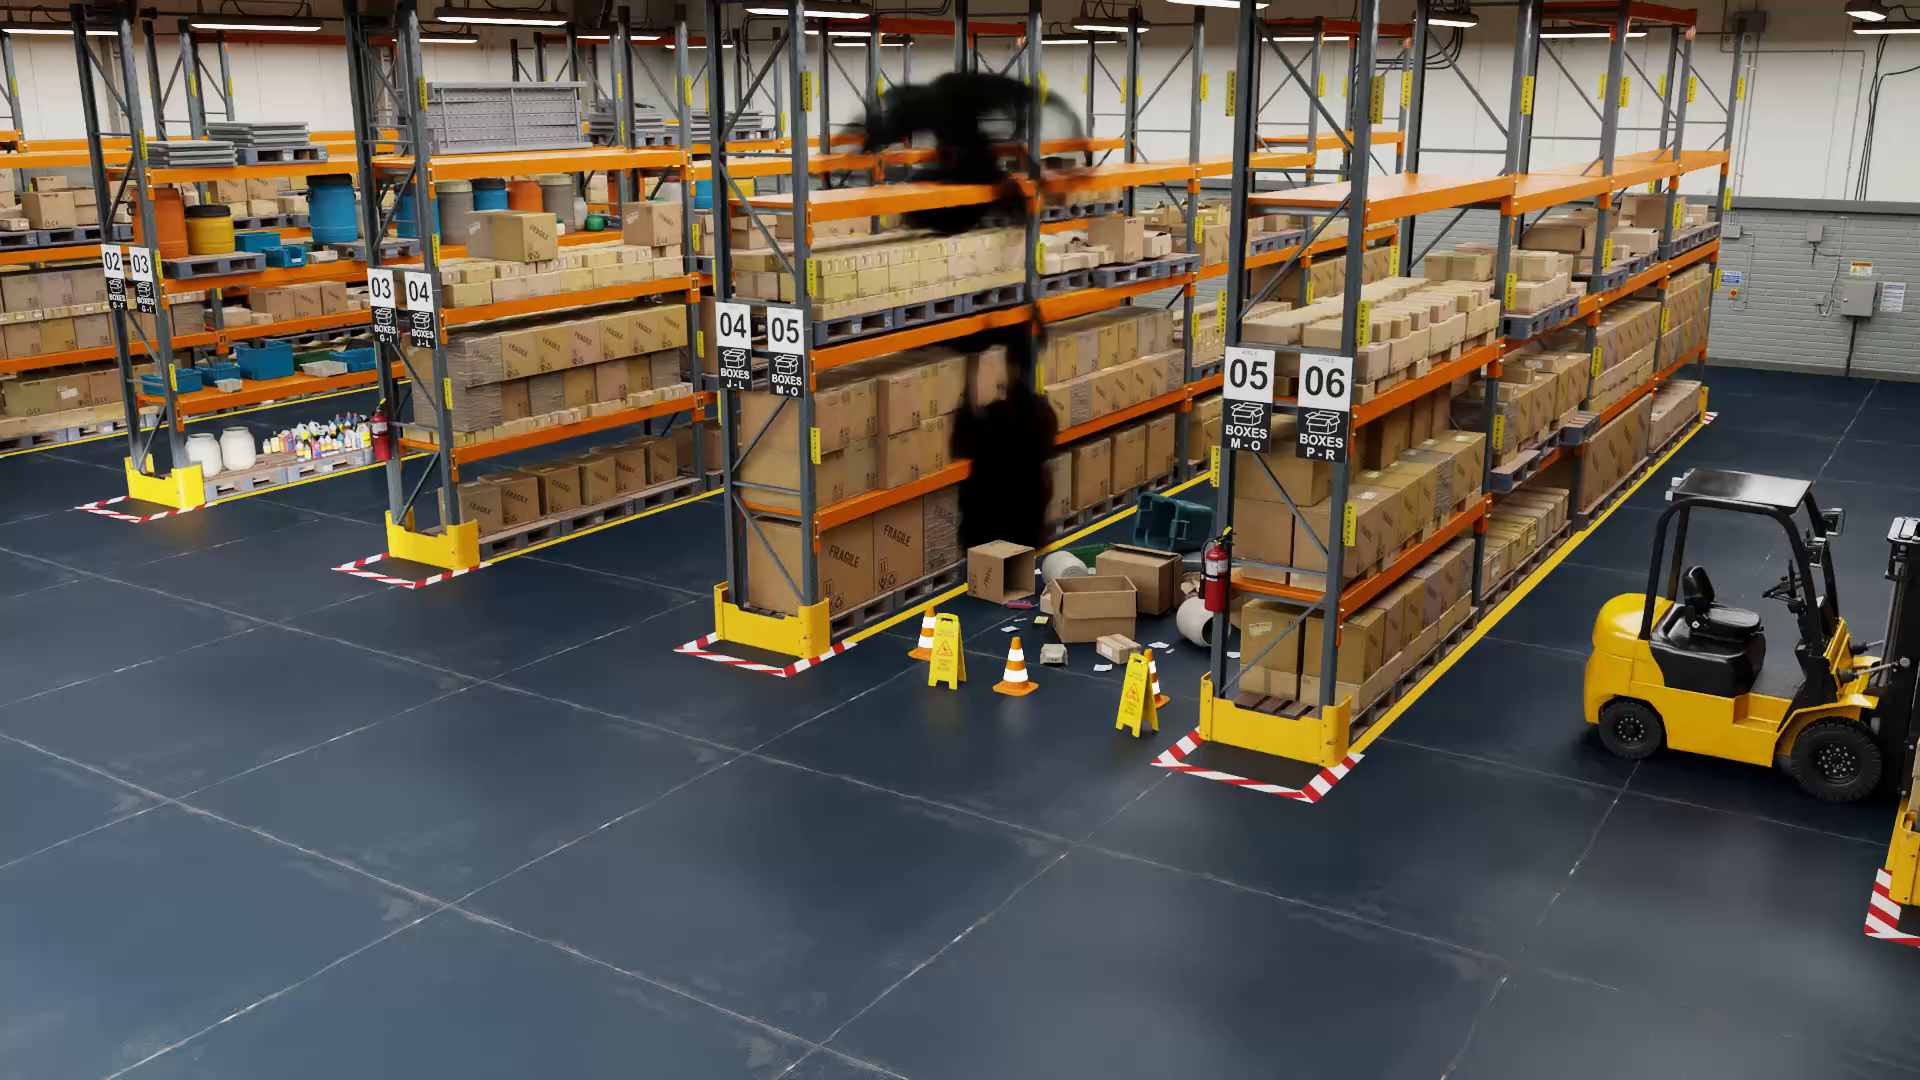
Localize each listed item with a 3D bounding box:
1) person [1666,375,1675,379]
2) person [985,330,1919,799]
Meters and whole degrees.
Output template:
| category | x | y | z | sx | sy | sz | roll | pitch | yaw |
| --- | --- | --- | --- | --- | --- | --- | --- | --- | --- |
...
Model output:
| category | x | y | z | sx | sy | sz | roll | pitch | yaw |
| --- | --- | --- | --- | --- | --- | --- | --- | --- | --- |
| person | 11.376 | -3.132 | 27.265 | 0.701 | 1.727 | 0.749 | 14 | 21 | 41 |
| person | 4.068 | -0.425 | 16.897 | 11.873 | 1.967 | 7.905 | 7 | 17 | 22 |
